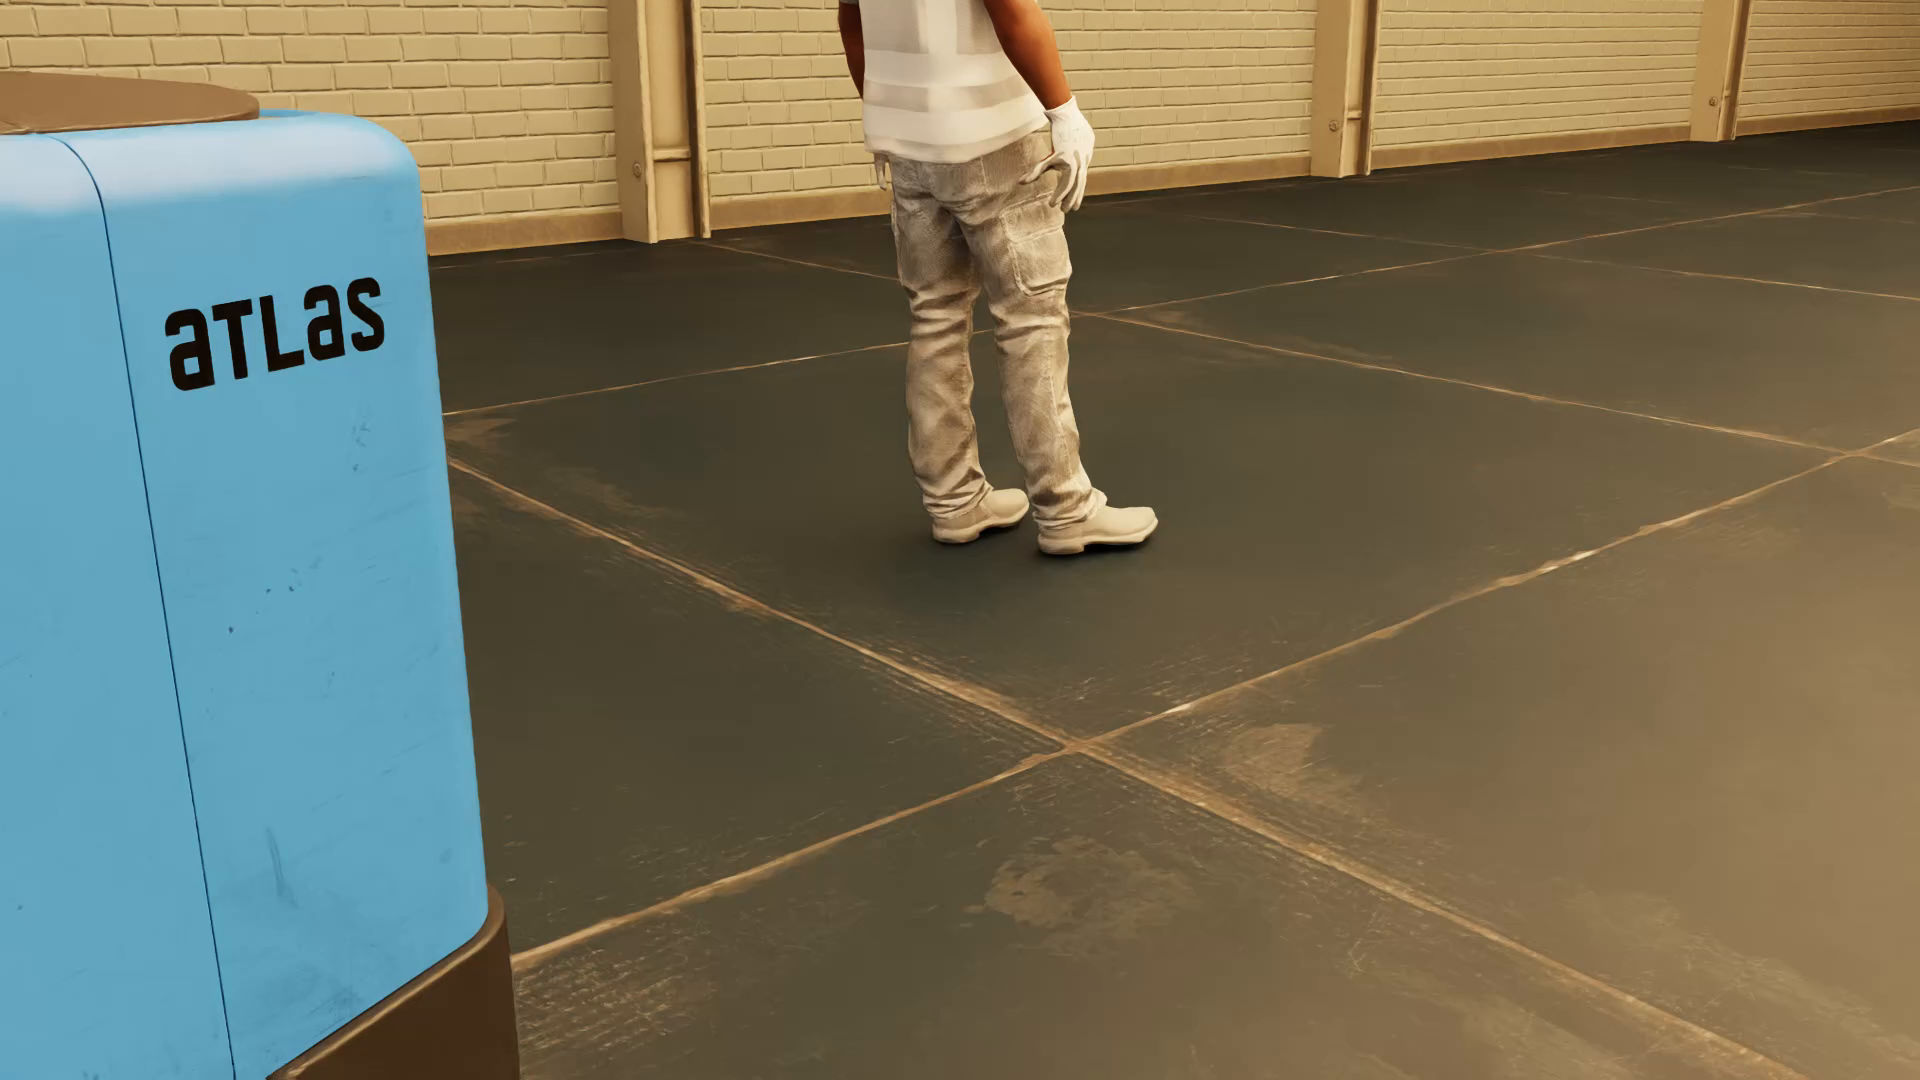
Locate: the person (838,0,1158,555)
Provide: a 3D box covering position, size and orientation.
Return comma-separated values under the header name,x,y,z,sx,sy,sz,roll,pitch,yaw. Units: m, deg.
name,x,y,z,sx,sy,sz,roll,pitch,yaw
person,0.061,-0.870,3.619,0.575,1.785,0.657,-14,22,-38
